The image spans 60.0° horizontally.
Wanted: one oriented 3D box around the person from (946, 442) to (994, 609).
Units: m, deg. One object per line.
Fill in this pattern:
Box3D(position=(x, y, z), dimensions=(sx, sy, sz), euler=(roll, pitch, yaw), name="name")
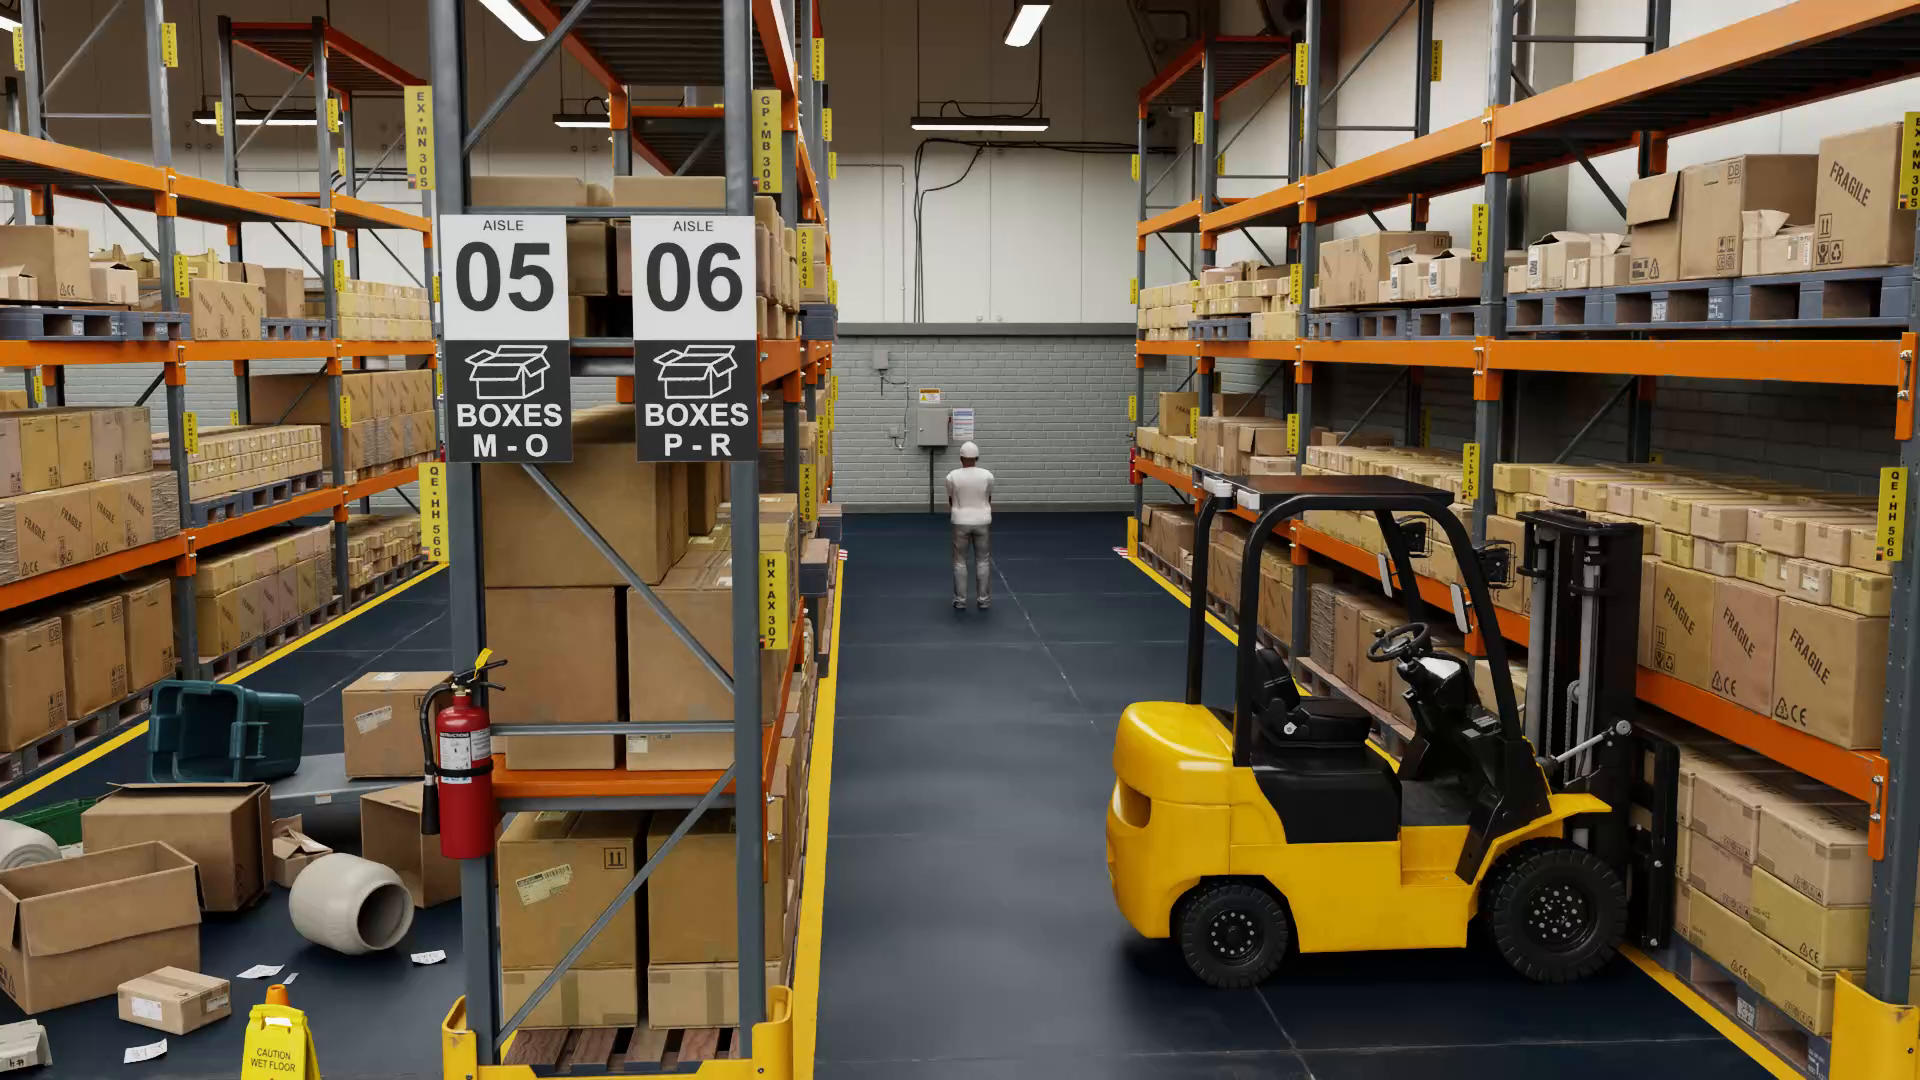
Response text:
Box3D(position=(0.098, -0.171, 17.599), dimensions=(0.503, 1.760, 0.577), euler=(0, 7, -3), name="person")
